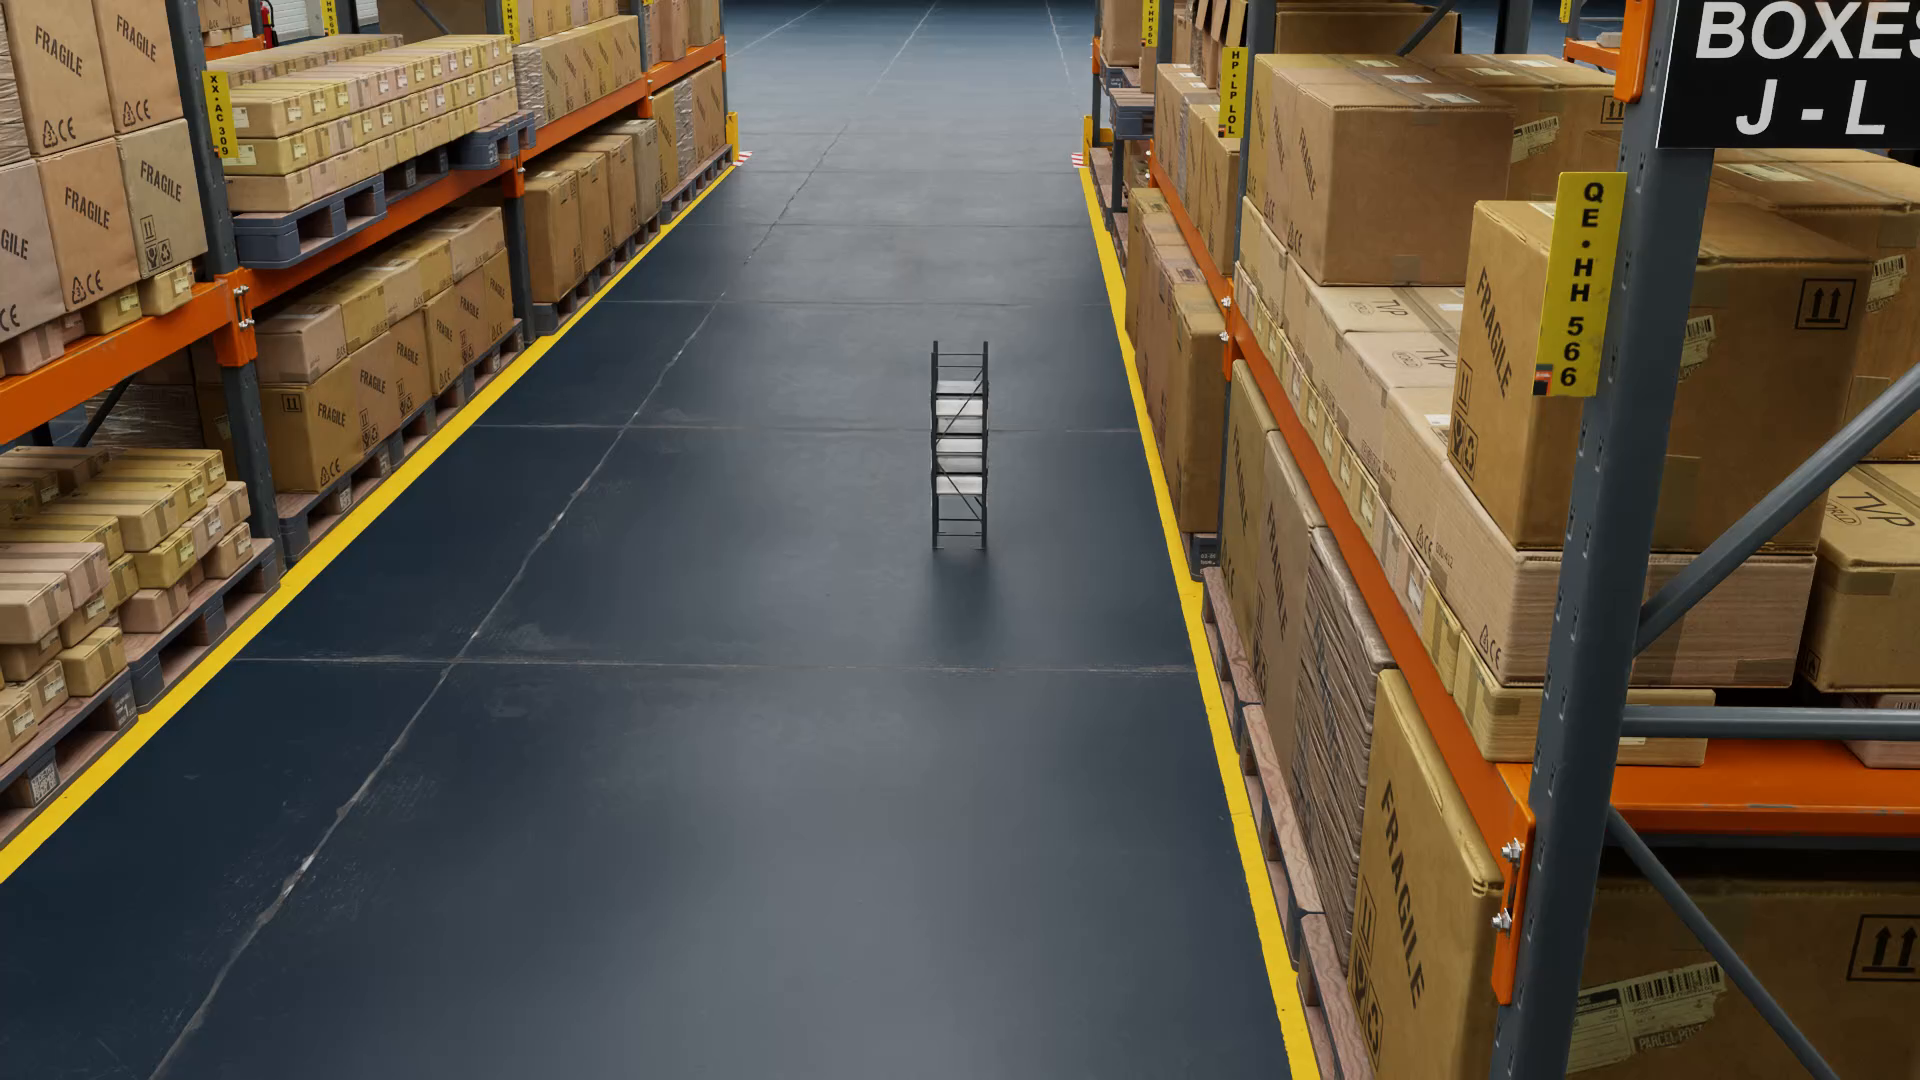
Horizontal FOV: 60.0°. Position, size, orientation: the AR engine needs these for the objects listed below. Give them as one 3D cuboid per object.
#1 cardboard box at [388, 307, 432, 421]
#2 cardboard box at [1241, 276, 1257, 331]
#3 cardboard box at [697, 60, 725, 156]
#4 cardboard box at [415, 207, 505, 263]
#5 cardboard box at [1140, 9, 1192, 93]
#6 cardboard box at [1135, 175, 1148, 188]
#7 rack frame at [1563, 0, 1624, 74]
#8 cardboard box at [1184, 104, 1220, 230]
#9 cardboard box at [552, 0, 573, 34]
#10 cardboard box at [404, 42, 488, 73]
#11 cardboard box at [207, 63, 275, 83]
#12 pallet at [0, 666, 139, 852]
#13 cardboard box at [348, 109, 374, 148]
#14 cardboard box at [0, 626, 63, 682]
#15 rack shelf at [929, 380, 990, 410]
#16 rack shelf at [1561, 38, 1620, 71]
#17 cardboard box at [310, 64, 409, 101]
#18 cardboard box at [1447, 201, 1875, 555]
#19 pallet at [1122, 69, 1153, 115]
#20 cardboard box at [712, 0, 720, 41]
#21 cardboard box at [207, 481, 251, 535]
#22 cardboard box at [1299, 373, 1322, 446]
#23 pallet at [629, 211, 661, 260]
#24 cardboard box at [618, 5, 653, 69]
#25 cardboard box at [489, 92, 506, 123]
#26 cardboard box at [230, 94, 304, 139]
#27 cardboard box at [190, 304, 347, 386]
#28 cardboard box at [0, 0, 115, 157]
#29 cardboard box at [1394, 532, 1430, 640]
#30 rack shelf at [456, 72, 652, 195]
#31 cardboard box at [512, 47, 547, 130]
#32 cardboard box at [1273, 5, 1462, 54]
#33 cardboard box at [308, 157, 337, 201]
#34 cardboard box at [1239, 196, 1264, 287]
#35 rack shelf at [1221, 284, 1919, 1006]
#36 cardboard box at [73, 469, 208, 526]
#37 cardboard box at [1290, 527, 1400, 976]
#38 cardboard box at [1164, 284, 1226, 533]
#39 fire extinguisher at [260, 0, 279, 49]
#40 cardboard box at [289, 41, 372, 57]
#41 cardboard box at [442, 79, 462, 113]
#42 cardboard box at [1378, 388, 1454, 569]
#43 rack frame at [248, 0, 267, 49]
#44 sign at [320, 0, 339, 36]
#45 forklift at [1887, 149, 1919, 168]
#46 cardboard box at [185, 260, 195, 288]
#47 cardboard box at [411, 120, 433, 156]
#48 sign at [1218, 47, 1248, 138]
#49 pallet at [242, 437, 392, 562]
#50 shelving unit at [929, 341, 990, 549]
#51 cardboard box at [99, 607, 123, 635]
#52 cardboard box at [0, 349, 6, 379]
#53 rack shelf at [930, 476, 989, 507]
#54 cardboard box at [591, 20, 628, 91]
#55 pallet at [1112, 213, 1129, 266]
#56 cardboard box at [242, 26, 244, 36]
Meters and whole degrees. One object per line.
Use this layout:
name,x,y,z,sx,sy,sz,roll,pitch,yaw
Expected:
cardboard box,-3.094,-0.916,8.617,0.500,0.500,0.500,1,21,3
cardboard box,1.207,-0.834,5.878,0.380,0.149,0.250,0,21,0
cardboard box,-2.988,-4.538,17.435,0.875,0.875,0.875,1,21,2
cardboard box,-3.035,-1.816,9.902,0.500,0.250,0.500,0,21,0
cardboard box,1.572,-3.236,11.004,0.700,0.500,0.500,4,22,10
cardboard box,1.710,-2.485,12.634,0.700,0.500,0.500,-1,21,-3
rack frame,6.872,-5.433,17.385,1.000,3.000,0.127,1,21,2
cardboard box,1.329,-1.736,7.717,0.500,0.500,0.500,0,21,1
cardboard box,-3.210,-3.915,11.951,0.700,0.500,0.500,0,21,1
cardboard box,-2.851,-2.675,9.220,0.380,0.149,0.250,1,21,3
cardboard box,-3.541,-2.215,8.034,0.380,0.149,0.250,0,21,-1
pallet,-3.417,0.745,5.316,1.003,0.211,1.213,1,21,2
cardboard box,-2.906,-1.876,7.572,0.380,0.149,0.250,0,21,-1
cardboard box,-3.198,0.346,5.441,0.380,0.149,0.250,0,21,-1
rack shelf,0.000,-0.637,7.273,0.258,0.077,0.200,1,21,2
rack shelf,6.811,-4.375,15.652,1.077,0.370,4.000,1,21,2
cardboard box,-2.888,-2.201,7.999,0.380,0.149,0.250,1,21,4
cardboard box,1.187,-0.300,2.915,0.500,0.500,0.500,1,21,2
pallet,1.697,-3.222,11.951,1.003,0.211,1.213,1,21,2
cardboard box,-2.999,-5.514,17.386,0.875,0.550,0.550,1,21,2
cardboard box,-3.090,-0.128,6.662,0.380,0.149,0.250,1,21,3
cardboard box,1.169,-0.365,4.670,0.380,0.149,0.250,0,21,0
pallet,-3.103,-2.553,13.816,1.003,0.211,1.213,1,21,2
cardboard box,-3.155,-4.336,14.350,0.875,0.550,0.550,1,21,2
cardboard box,-2.841,-2.492,9.571,0.380,0.149,0.250,1,21,1
cardboard box,-2.926,-1.734,6.794,0.380,0.149,0.250,2,21,4
cardboard box,-3.111,-0.884,7.500,0.500,0.250,0.500,0,21,-1
cardboard box,-3.152,-1.532,5.398,0.500,0.500,0.500,0,21,0
cardboard box,1.132,0.097,3.480,0.380,0.149,0.250,1,21,2
rack shelf,-3.216,-3.074,12.300,1.077,0.370,4.000,1,21,2
cardboard box,-2.993,-2.892,10.698,0.500,0.500,0.500,1,21,2
cardboard box,1.568,-1.894,6.739,0.797,0.503,0.637,0,21,0
cardboard box,-2.924,-1.556,7.160,0.380,0.149,0.250,1,21,2
cardboard box,1.280,-1.051,5.886,0.500,0.250,0.500,0,21,1
rack shelf,1.496,-0.090,4.610,1.077,0.370,4.000,1,21,2
cardboard box,-3.117,-0.160,6.332,0.380,0.149,0.250,1,21,2
cardboard box,1.402,0.531,4.371,0.875,0.875,0.875,1,21,2
cardboard box,1.556,-0.586,7.249,1.225,0.875,0.875,1,21,2
fire extinguisher,-7.520,-5.597,17.914,0.296,0.674,0.183,1,21,2
cardboard box,-3.501,-2.692,9.264,0.380,0.149,0.250,1,21,1
cardboard box,-2.866,-2.348,8.789,0.380,0.149,0.250,0,21,1
cardboard box,1.200,-0.133,3.521,0.500,0.250,0.500,0,21,1
rack frame,-7.984,-5.597,17.807,1.000,3.000,0.127,1,21,2
sign,-3.831,-3.231,10.109,0.100,0.325,0.005,1,21,2
forklift,4.161,-1.103,6.319,3.031,2.935,1.130,-18,28,-39
cardboard box,-3.173,-1.017,6.351,0.380,0.149,0.250,0,21,1
cardboard box,-2.881,-2.019,8.353,0.380,0.149,0.250,0,21,-1
sign,1.014,-1.654,6.155,0.100,0.325,0.005,1,21,2
pallet,-3.376,-0.222,7.808,1.003,0.211,1.213,1,21,2
shelving unit,0.000,-0.417,7.359,0.258,0.900,0.210,1,21,2
cardboard box,-3.234,0.322,5.913,0.380,0.149,0.250,0,21,0
cardboard box,-3.211,-0.544,5.131,0.380,0.149,0.250,0,21,1
rack shelf,0.000,-0.218,7.436,0.258,0.077,0.200,1,21,2
cardboard box,-2.919,-3.805,13.050,0.500,0.500,0.500,0,21,1
pallet,1.778,-2.460,13.577,1.003,0.211,1.213,1,21,2
cardboard box,-7.781,-5.342,17.498,0.380,0.149,0.250,1,21,3
